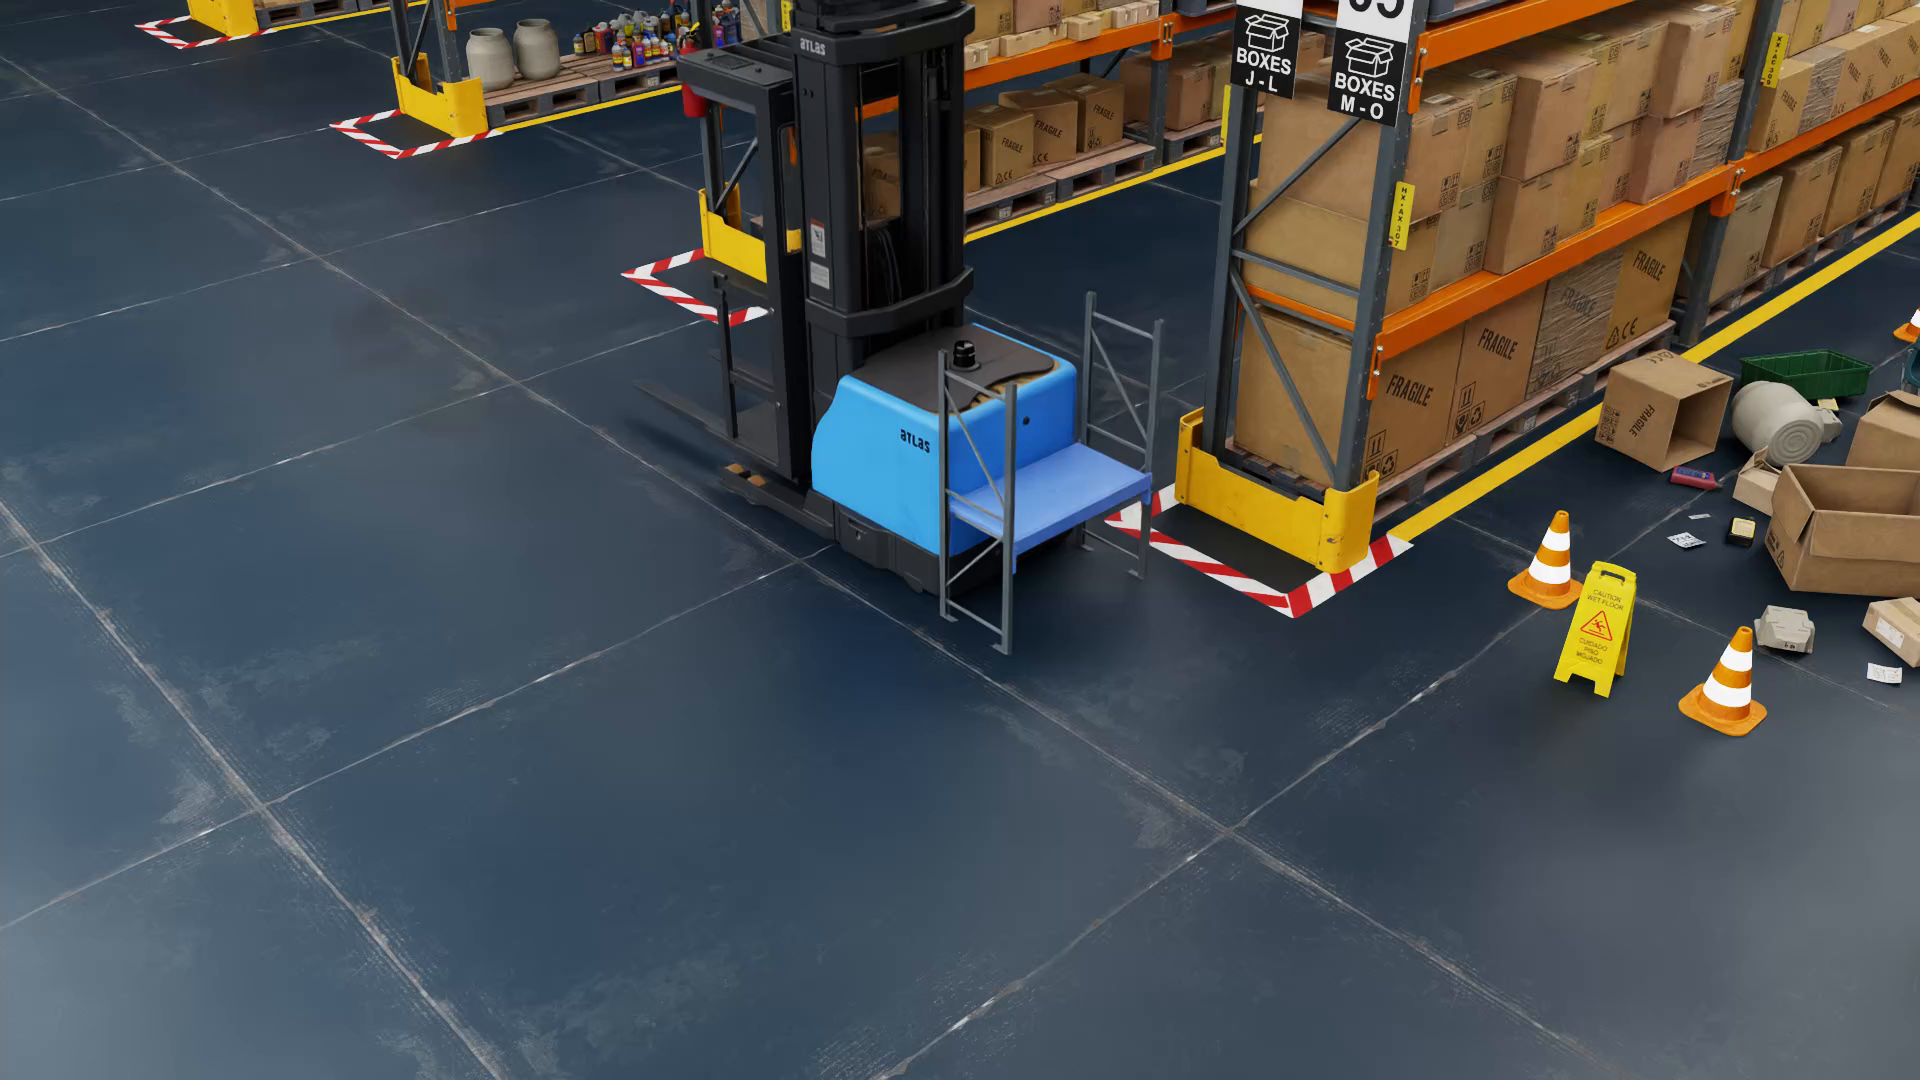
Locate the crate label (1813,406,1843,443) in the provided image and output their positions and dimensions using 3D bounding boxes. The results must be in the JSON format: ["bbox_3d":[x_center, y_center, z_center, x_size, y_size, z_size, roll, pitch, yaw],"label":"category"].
[{"bbox_3d":[5.290,-0.723,10.302,0.298,0.136,0.250,4,32,6],"label":"crate label"}]

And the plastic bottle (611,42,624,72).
[{"bbox_3d":[-3.367,-4.751,16.339,0.097,0.271,0.097,0,31,0],"label":"plastic bottle"}]

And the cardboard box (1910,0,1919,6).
[{"bbox_3d":[6.918,-4.347,12.430,0.500,0.500,0.700,-26,40,-36],"label":"cardboard box"}]

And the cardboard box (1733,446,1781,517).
[{"bbox_3d":[4.682,-0.314,9.509,0.258,0.266,0.396,-19,36,-28],"label":"cardboard box"}]

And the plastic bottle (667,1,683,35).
[{"bbox_3d":[-2.988,-5.486,17.463,0.144,0.351,0.185,27,41,37],"label":"plastic bottle"}]

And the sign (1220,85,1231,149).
[{"bbox_3d":[1.399,-2.183,8.608,0.005,0.325,0.100,-26,40,-35],"label":"sign"}]

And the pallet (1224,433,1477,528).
[{"bbox_3d":[2.291,-0.500,9.865,1.213,0.211,1.003,-26,40,-35],"label":"pallet"}]

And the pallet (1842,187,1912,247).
[{"bbox_3d":[6.994,-2.773,13.583,1.213,0.211,1.003,-26,40,-35],"label":"pallet"}]

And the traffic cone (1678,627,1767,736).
[{"bbox_3d":[3.631,0.614,7.802,0.334,0.463,0.336,-26,40,-35],"label":"traffic cone"}]

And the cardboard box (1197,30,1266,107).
[{"bbox_3d":[2.630,-4.419,15.576,0.700,0.500,0.500,25,40,35],"label":"cardboard box"}]

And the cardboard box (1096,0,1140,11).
[{"bbox_3d":[1.020,-4.762,13.781,0.500,0.500,0.875,-26,40,-35],"label":"cardboard box"}]

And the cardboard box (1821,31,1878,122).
[{"bbox_3d":[5.997,-3.277,11.637,0.500,0.500,0.500,-26,40,-36],"label":"cardboard box"}]

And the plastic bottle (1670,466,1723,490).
[{"bbox_3d":[4.338,-0.358,9.777,0.283,0.061,0.133,15,34,23],"label":"plastic bottle"}]

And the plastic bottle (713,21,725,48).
[{"bbox_3d":[-2.484,-5.171,17.013,0.133,0.283,0.061,-23,38,-32],"label":"plastic bottle"}]

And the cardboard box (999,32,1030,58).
[{"bbox_3d":[0.325,-3.906,13.003,0.250,0.149,0.380,-26,40,-35],"label":"cardboard box"}]

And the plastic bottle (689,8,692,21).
[{"bbox_3d":[-2.751,-5.498,17.483,0.185,0.351,0.144,-26,40,-35],"label":"plastic bottle"}]

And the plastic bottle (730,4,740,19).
[{"bbox_3d":[-2.350,-5.397,17.318,0.185,0.351,0.144,-26,40,-35],"label":"plastic bottle"}]

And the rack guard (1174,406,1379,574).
[{"bbox_3d":[1.740,-0.301,9.263,0.348,0.500,1.175,-26,40,-35],"label":"rack guard"}]

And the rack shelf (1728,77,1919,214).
[{"bbox_3d":[6.157,-3.197,12.293,4.000,0.370,1.077,-26,40,-35],"label":"rack shelf"}]

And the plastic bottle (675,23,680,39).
[{"bbox_3d":[-2.824,-5.115,16.921,0.133,0.283,0.061,-26,40,-35],"label":"plastic bottle"}]

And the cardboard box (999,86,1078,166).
[{"bbox_3d":[0.657,-3.508,14.105,0.500,0.500,0.500,-13,34,-21],"label":"cardboard box"}]

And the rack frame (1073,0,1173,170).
[{"bbox_3d":[1.392,-4.728,14.107,0.127,3.000,1.000,-26,40,-35],"label":"rack frame"}]

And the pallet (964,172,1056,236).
[{"bbox_3d":[0.029,-2.852,13.711,1.213,0.211,1.003,-26,40,-35],"label":"pallet"}]

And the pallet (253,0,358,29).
[{"bbox_3d":[-7.741,-6.198,19.183,1.213,0.211,1.003,-26,40,-35],"label":"pallet"}]

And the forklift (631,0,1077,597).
[{"bbox_3d":[-0.766,-1.623,9.094,1.130,2.935,3.031,-27,41,-37],"label":"forklift"}]

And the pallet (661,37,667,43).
[{"bbox_3d":[-2.496,-5.211,17.569,1.213,0.211,1.003,-26,40,-35],"label":"pallet"}]

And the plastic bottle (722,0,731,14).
[{"bbox_3d":[-2.507,-5.701,17.892,0.097,0.271,0.097,0,31,0],"label":"plastic bottle"}]

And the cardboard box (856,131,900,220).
[{"bbox_3d":[-0.657,-2.862,13.049,0.500,0.500,0.500,-15,35,-23],"label":"cardboard box"}]

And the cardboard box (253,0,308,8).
[{"bbox_3d":[-7.729,-6.211,18.766,0.500,0.250,0.500,-26,40,-35],"label":"cardboard box"}]

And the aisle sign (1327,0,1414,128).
[{"bbox_3d":[1.909,-2.345,7.718,0.004,0.787,0.394,-26,40,-35],"label":"aisle sign"}]

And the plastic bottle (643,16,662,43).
[{"bbox_3d":[-3.180,-5.255,17.158,0.135,0.276,0.152,-26,40,-35],"label":"plastic bottle"}]

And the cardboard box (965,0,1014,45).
[{"bbox_3d":[-0.063,-4.220,12.895,0.500,0.500,0.875,-26,40,-35],"label":"cardboard box"}]

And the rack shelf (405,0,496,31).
[{"bbox_3d":[-3.442,-5.606,16.233,4.000,0.370,1.077,-26,40,-35],"label":"rack shelf"}]

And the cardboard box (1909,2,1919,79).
[{"bbox_3d":[7.109,-3.817,12.522,0.500,0.500,0.500,-26,40,-35],"label":"cardboard box"}]

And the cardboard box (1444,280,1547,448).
[{"bbox_3d":[2.854,-1.227,10.016,0.875,0.875,0.875,-27,40,-36],"label":"cardboard box"}]

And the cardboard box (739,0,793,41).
[{"bbox_3d":[-1.119,-3.663,11.985,0.500,0.500,0.875,-26,40,-35],"label":"cardboard box"}]

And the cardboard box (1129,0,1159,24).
[{"bbox_3d":[1.434,-4.432,13.864,0.250,0.149,0.380,-26,40,-35],"label":"cardboard box"}]

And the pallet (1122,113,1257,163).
[{"bbox_3d":[1.962,-3.815,15.287,1.213,0.211,1.003,-26,40,-35],"label":"pallet"}]

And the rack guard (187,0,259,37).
[{"bbox_3d":[-8.291,-6.025,18.624,0.348,0.500,1.175,-26,40,-35],"label":"rack guard"}]

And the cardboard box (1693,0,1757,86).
[{"bbox_3d":[4.397,-3.202,10.432,0.550,0.550,0.875,-26,40,-35],"label":"cardboard box"}]

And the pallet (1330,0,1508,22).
[{"bbox_3d":[2.294,-2.885,8.302,1.213,0.211,1.003,-26,40,-35],"label":"pallet"}]

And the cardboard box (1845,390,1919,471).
[{"bbox_3d":[5.444,-0.437,9.353,0.503,0.637,0.797,-26,40,-35],"label":"cardboard box"}]

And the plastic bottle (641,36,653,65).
[{"bbox_3d":[-3.116,-4.873,16.537,0.097,0.271,0.097,0,31,0],"label":"plastic bottle"}]

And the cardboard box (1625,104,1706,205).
[{"bbox_3d":[4.040,-2.520,10.351,0.550,0.550,0.875,-26,40,-35],"label":"cardboard box"}]

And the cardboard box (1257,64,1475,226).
[{"bbox_3d":[2.056,-2.017,8.495,0.550,0.550,0.875,-26,40,-35],"label":"cardboard box"}]

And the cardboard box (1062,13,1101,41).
[{"bbox_3d":[0.913,-4.150,13.402,0.250,0.149,0.380,-26,40,-35],"label":"cardboard box"}]

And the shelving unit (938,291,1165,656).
[{"bbox_3d":[0.450,-0.341,8.371,1.048,1.500,0.538,-26,40,-36],"label":"shelving unit"}]

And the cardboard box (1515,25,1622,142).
[{"bbox_3d":[3.200,-2.632,9.500,0.500,0.550,0.875,-26,40,-35],"label":"cardboard box"}]

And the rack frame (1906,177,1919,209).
[{"bbox_3d":[7.624,-4.214,13.265,0.127,3.000,1.000,-26,40,-35],"label":"rack frame"}]

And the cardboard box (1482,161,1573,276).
[{"bbox_3d":[2.883,-1.943,9.408,0.550,0.550,0.875,-26,40,-35],"label":"cardboard box"}]

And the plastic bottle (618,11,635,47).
[{"bbox_3d":[-3.436,-5.269,17.109,0.185,0.351,0.144,-24,39,-34],"label":"plastic bottle"}]

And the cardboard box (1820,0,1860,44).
[{"bbox_3d":[5.797,-3.805,11.542,0.500,0.500,0.700,-25,40,-35],"label":"cardboard box"}]

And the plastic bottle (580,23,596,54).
[{"bbox_3d":[-3.787,-5.100,16.898,0.133,0.283,0.061,-25,39,-34],"label":"plastic bottle"}]

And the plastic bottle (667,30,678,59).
[{"bbox_3d":[-2.894,-4.980,16.713,0.097,0.271,0.097,0,31,0],"label":"plastic bottle"}]

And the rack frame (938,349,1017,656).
[{"bbox_3d":[0.078,-0.161,8.075,0.032,1.500,0.500,-26,40,-36],"label":"rack frame"}]

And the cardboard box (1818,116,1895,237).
[{"bbox_3d":[6.477,-2.940,12.937,0.750,0.750,1.050,-25,39,-35],"label":"cardboard box"}]

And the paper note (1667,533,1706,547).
[{"bbox_3d":[4.031,0.000,9.223,0.142,0.017,0.144,-12,34,-19],"label":"paper note"}]
